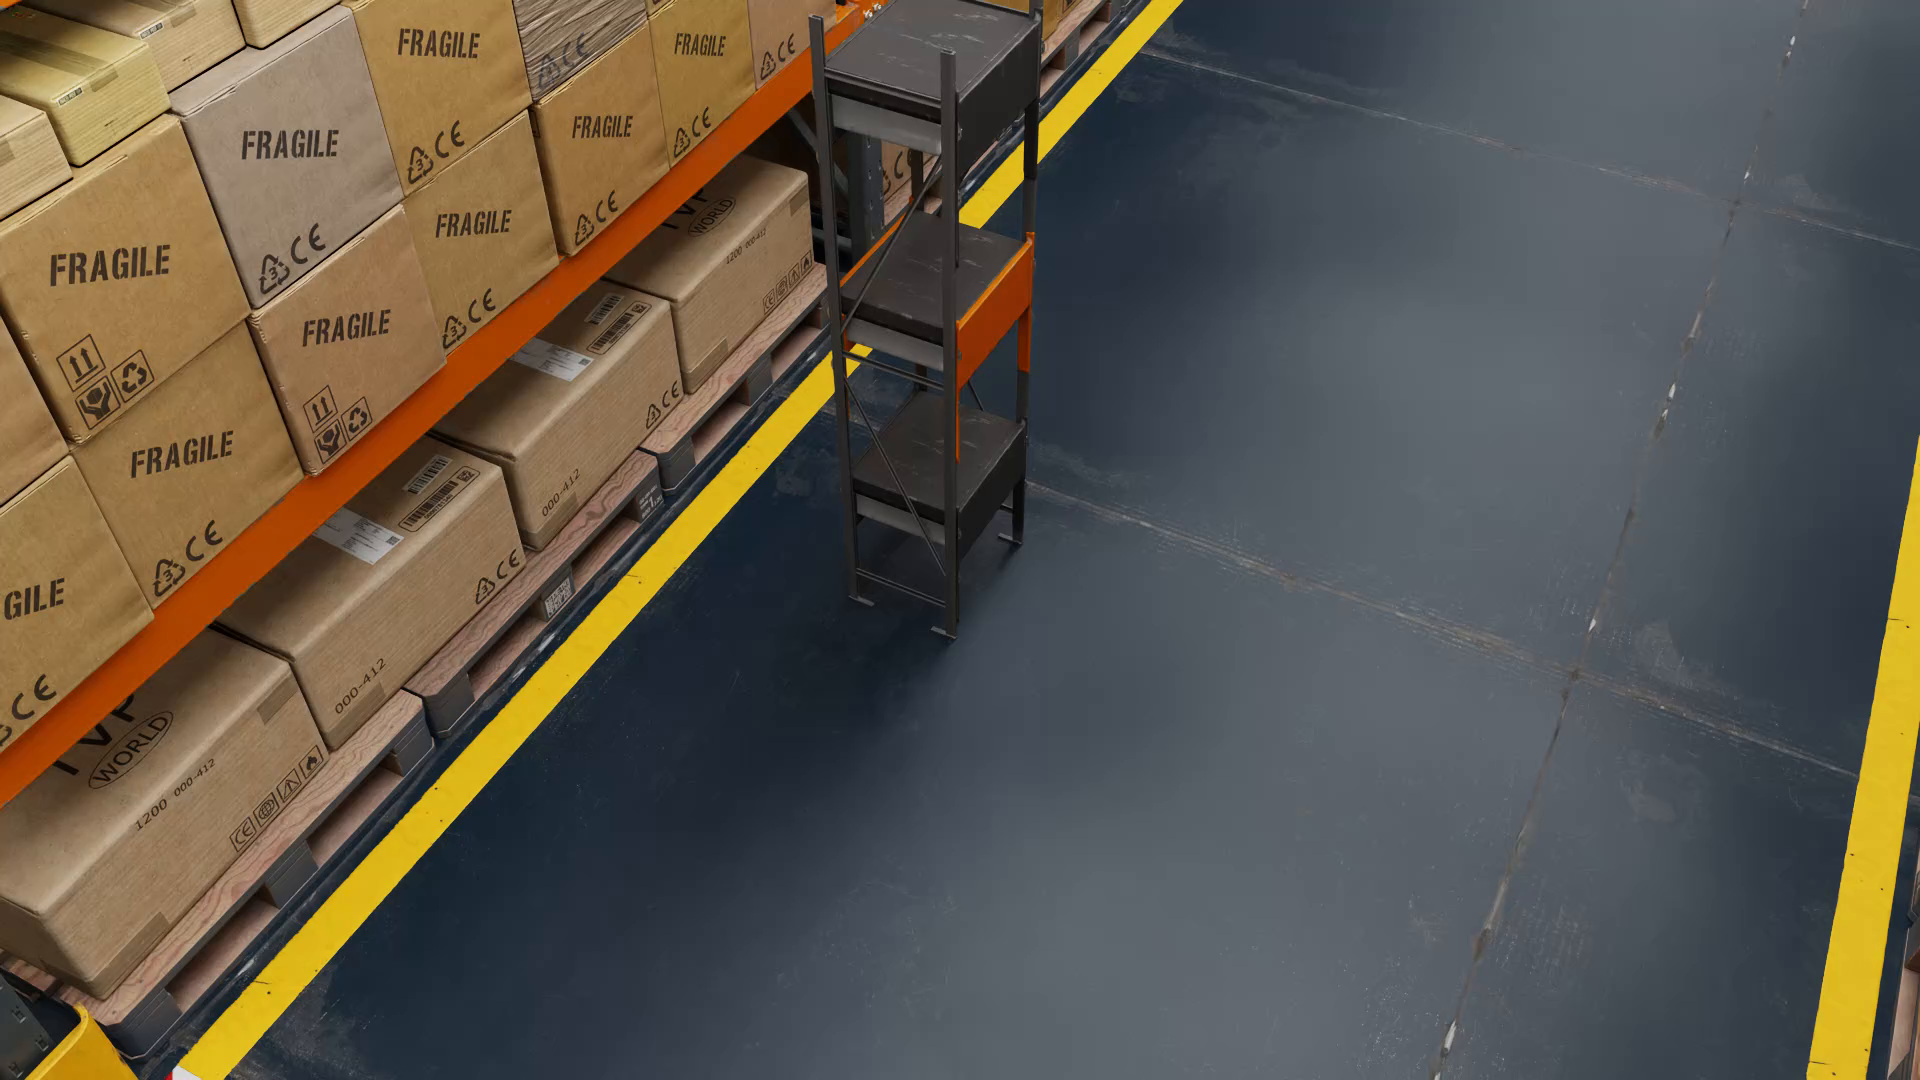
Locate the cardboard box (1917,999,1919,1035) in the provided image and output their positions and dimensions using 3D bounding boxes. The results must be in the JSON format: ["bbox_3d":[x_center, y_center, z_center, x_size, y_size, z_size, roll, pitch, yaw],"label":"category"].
[{"bbox_3d":[2.647,1.181,4.182,0.380,0.149,0.250,19,48,18],"label":"cardboard box"}]

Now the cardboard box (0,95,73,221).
[{"bbox_3d":[-1.930,-0.739,3.142,0.380,0.149,0.250,22,49,20],"label":"cardboard box"}]

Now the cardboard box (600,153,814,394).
[{"bbox_3d":[-1.151,-1.085,6.219,0.875,0.438,0.875,20,49,19],"label":"cardboard box"}]

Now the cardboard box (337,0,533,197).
[{"bbox_3d":[-1.449,-1.242,4.095,0.500,0.500,0.500,21,49,19],"label":"cardboard box"}]

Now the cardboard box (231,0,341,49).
[{"bbox_3d":[-1.596,-1.237,3.634,0.380,0.149,0.250,21,49,19],"label":"cardboard box"}]

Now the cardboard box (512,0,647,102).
[{"bbox_3d":[-1.209,-1.555,4.405,0.500,0.500,0.500,21,49,20],"label":"cardboard box"}]

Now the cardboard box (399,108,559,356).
[{"bbox_3d":[-1.464,-0.884,4.445,0.500,0.500,0.500,22,49,20],"label":"cardboard box"}]

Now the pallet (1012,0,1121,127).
[{"bbox_3d":[0.092,-2.500,8.072,1.003,0.211,1.213,20,49,19],"label":"pallet"}]

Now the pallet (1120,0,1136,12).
[{"bbox_3d":[0.660,-3.266,8.829,1.003,0.211,1.213,20,49,19],"label":"pallet"}]

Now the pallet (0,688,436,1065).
[{"bbox_3d":[-2.319,0.773,4.838,1.003,0.211,1.213,20,49,19],"label":"pallet"}]

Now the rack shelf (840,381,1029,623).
[{"bbox_3d":[-0.077,-0.132,5.408,0.431,0.518,0.480,20,49,19],"label":"rack shelf"}]

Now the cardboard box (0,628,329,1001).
[{"bbox_3d":[-2.403,0.626,4.528,0.875,0.438,0.875,19,48,18],"label":"cardboard box"}]

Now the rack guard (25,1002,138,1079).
[{"bbox_3d":[-2.632,1.216,4.197,1.175,0.500,0.348,20,49,19],"label":"rack guard"}]

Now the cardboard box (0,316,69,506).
[{"bbox_3d":[-2.146,-0.273,3.137,0.500,0.500,0.500,19,48,18],"label":"cardboard box"}]

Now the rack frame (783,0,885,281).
[{"bbox_3d":[-0.764,-2.198,5.813,1.000,3.000,0.127,20,49,19],"label":"rack frame"}]

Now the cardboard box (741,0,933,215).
[{"bbox_3d":[-0.547,-2.016,6.832,0.875,0.875,0.875,22,49,20],"label":"cardboard box"}]

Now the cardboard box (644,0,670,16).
[{"bbox_3d":[-0.981,-1.879,4.725,0.500,0.500,0.500,20,49,18],"label":"cardboard box"}]

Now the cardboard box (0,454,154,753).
[{"bbox_3d":[-2.144,0.079,3.492,0.500,0.500,0.500,20,49,19],"label":"cardboard box"}]

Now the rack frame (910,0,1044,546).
[{"bbox_3d":[0.036,-0.788,5.052,0.400,2.100,0.015,20,49,19],"label":"rack frame"}]

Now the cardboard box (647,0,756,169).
[{"bbox_3d":[-0.987,-1.530,5.083,0.500,0.500,0.500,19,48,18],"label":"cardboard box"}]

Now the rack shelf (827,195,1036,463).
[{"bbox_3d":[-0.077,-0.624,4.910,0.431,0.518,0.480,20,49,19],"label":"rack shelf"}]

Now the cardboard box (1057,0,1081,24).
[{"bbox_3d":[0.281,-3.150,7.953,0.875,0.875,0.875,21,49,20],"label":"cardboard box"}]

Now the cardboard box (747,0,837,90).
[{"bbox_3d":[-0.753,-1.856,5.405,0.500,0.500,0.500,21,49,19],"label":"cardboard box"}]

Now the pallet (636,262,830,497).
[{"bbox_3d":[-1.187,-0.764,6.357,1.003,0.211,1.213,20,49,19],"label":"pallet"}]

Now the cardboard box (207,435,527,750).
[{"bbox_3d":[-1.986,0.047,5.101,0.875,0.438,0.875,22,49,20],"label":"cardboard box"}]

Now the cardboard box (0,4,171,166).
[{"bbox_3d":[-1.824,-0.911,3.312,0.380,0.149,0.250,19,48,18],"label":"cardboard box"}]

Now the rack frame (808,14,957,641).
[{"bbox_3d":[-0.190,-0.480,4.748,0.400,2.100,0.015,20,49,19],"label":"rack frame"}]

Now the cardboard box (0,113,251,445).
[{"bbox_3d":[-1.912,-0.601,3.461,0.500,0.500,0.500,19,48,18],"label":"cardboard box"}]

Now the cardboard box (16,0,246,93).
[{"bbox_3d":[-1.749,-1.094,3.493,0.380,0.149,0.250,21,49,19],"label":"cardboard box"}]

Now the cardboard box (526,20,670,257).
[{"bbox_3d":[-1.208,-1.209,4.765,0.500,0.500,0.500,20,49,18],"label":"cardboard box"}]

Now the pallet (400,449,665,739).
[{"bbox_3d":[-1.752,0.007,5.595,1.003,0.211,1.213,20,49,19],"label":"pallet"}]

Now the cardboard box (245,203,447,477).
[{"bbox_3d":[-1.682,-0.563,4.127,0.500,0.500,0.500,20,49,19],"label":"cardboard box"}]

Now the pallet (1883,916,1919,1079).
[{"bbox_3d":[2.821,1.559,4.060,1.003,0.211,1.213,20,49,19],"label":"pallet"}]

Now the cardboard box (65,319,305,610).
[{"bbox_3d":[-1.934,-0.249,3.816,0.500,0.500,0.500,20,49,19],"label":"cardboard box"}]

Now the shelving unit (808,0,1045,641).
[{"bbox_3d":[-0.077,-0.634,4.900,0.431,2.100,0.503,20,49,19],"label":"shelving unit"}]

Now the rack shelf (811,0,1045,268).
[{"bbox_3d":[-0.077,-1.116,4.412,0.431,0.518,0.480,20,49,19],"label":"rack shelf"}]

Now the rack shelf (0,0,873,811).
[{"bbox_3d":[-1.693,-0.685,4.824,1.077,0.370,4.000,20,49,19],"label":"rack shelf"}]

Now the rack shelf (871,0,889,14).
[{"bbox_3d":[0.164,-3.205,7.314,1.077,0.370,4.000,20,49,19],"label":"rack shelf"}]

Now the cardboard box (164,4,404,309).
[{"bbox_3d":[-1.680,-0.928,3.784,0.500,0.500,0.500,20,49,19],"label":"cardboard box"}]

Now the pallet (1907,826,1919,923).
[{"bbox_3d":[3.387,0.788,4.823,1.003,0.211,1.213,20,49,19],"label":"pallet"}]

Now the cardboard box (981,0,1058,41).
[{"bbox_3d":[-0.135,-2.587,7.397,0.875,0.875,0.875,22,49,20],"label":"cardboard box"}]

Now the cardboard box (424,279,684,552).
[{"bbox_3d":[-1.566,-0.521,5.662,0.875,0.438,0.875,19,48,18],"label":"cardboard box"}]

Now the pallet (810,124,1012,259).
[{"bbox_3d":[-0.473,-1.729,7.310,1.003,0.211,1.213,20,49,19],"label":"pallet"}]

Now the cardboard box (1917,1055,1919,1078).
[{"bbox_3d":[2.510,1.220,3.936,0.380,0.149,0.250,21,49,19],"label":"cardboard box"}]
